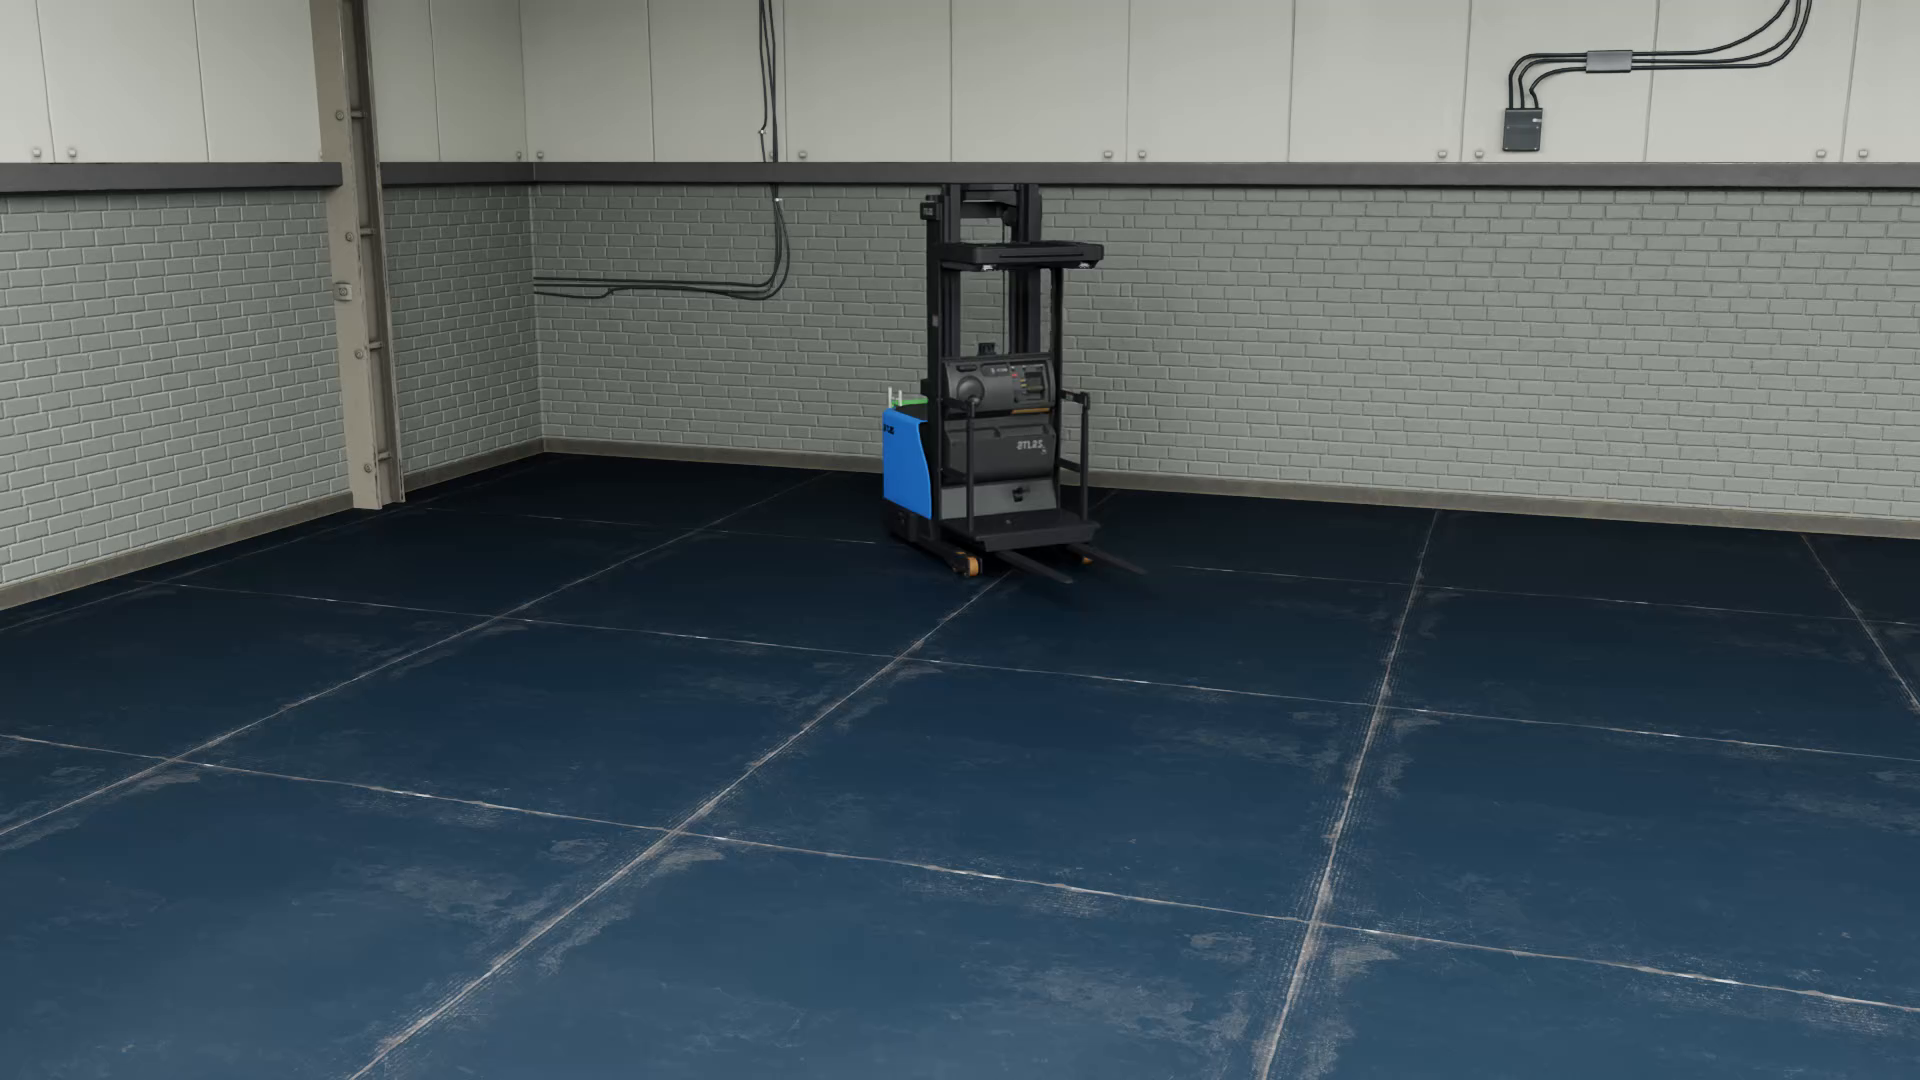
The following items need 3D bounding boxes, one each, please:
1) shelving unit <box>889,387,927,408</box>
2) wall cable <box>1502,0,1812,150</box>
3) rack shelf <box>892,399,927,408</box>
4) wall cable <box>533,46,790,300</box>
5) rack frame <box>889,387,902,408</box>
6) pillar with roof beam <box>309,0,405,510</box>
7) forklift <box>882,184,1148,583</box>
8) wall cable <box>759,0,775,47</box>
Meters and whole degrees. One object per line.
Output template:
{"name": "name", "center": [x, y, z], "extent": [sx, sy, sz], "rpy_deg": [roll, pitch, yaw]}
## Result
{"name": "shelving unit", "center": [-0.336, -0.735, 14.512], "extent": [0.503, 1.200, 0.258], "rpy_deg": [-6, 14, -25]}
{"name": "wall cable", "center": [5.783, -6.215, 13.350], "extent": [2.305, 6.003, 0.169], "rpy_deg": [4, 14, 18]}
{"name": "rack shelf", "center": [-0.336, -1.141, 14.420], "extent": [0.480, 0.148, 0.258], "rpy_deg": [-6, 14, -25]}
{"name": "wall cable", "center": [-3.195, -3.730, 17.084], "extent": [3.097, 2.526, 0.112], "rpy_deg": [4, 14, 18]}
{"name": "rack frame", "center": [-0.556, -0.712, 14.410], "extent": [0.015, 1.200, 0.240], "rpy_deg": [-6, 14, -25]}
{"name": "pillar with roof beam", "center": [-1.326, -4.408, 13.080], "extent": [9.100, 9.000, 0.400], "rpy_deg": [4, 14, 18]}
{"name": "forklift", "center": [0.411, -1.249, 12.875], "extent": [1.130, 2.935, 3.031], "rpy_deg": [-6, 14, -24]}
{"name": "wall cable", "center": [-0.635, -5.997, 15.668], "extent": [3.097, 2.526, 0.112], "rpy_deg": [4, 14, 18]}
